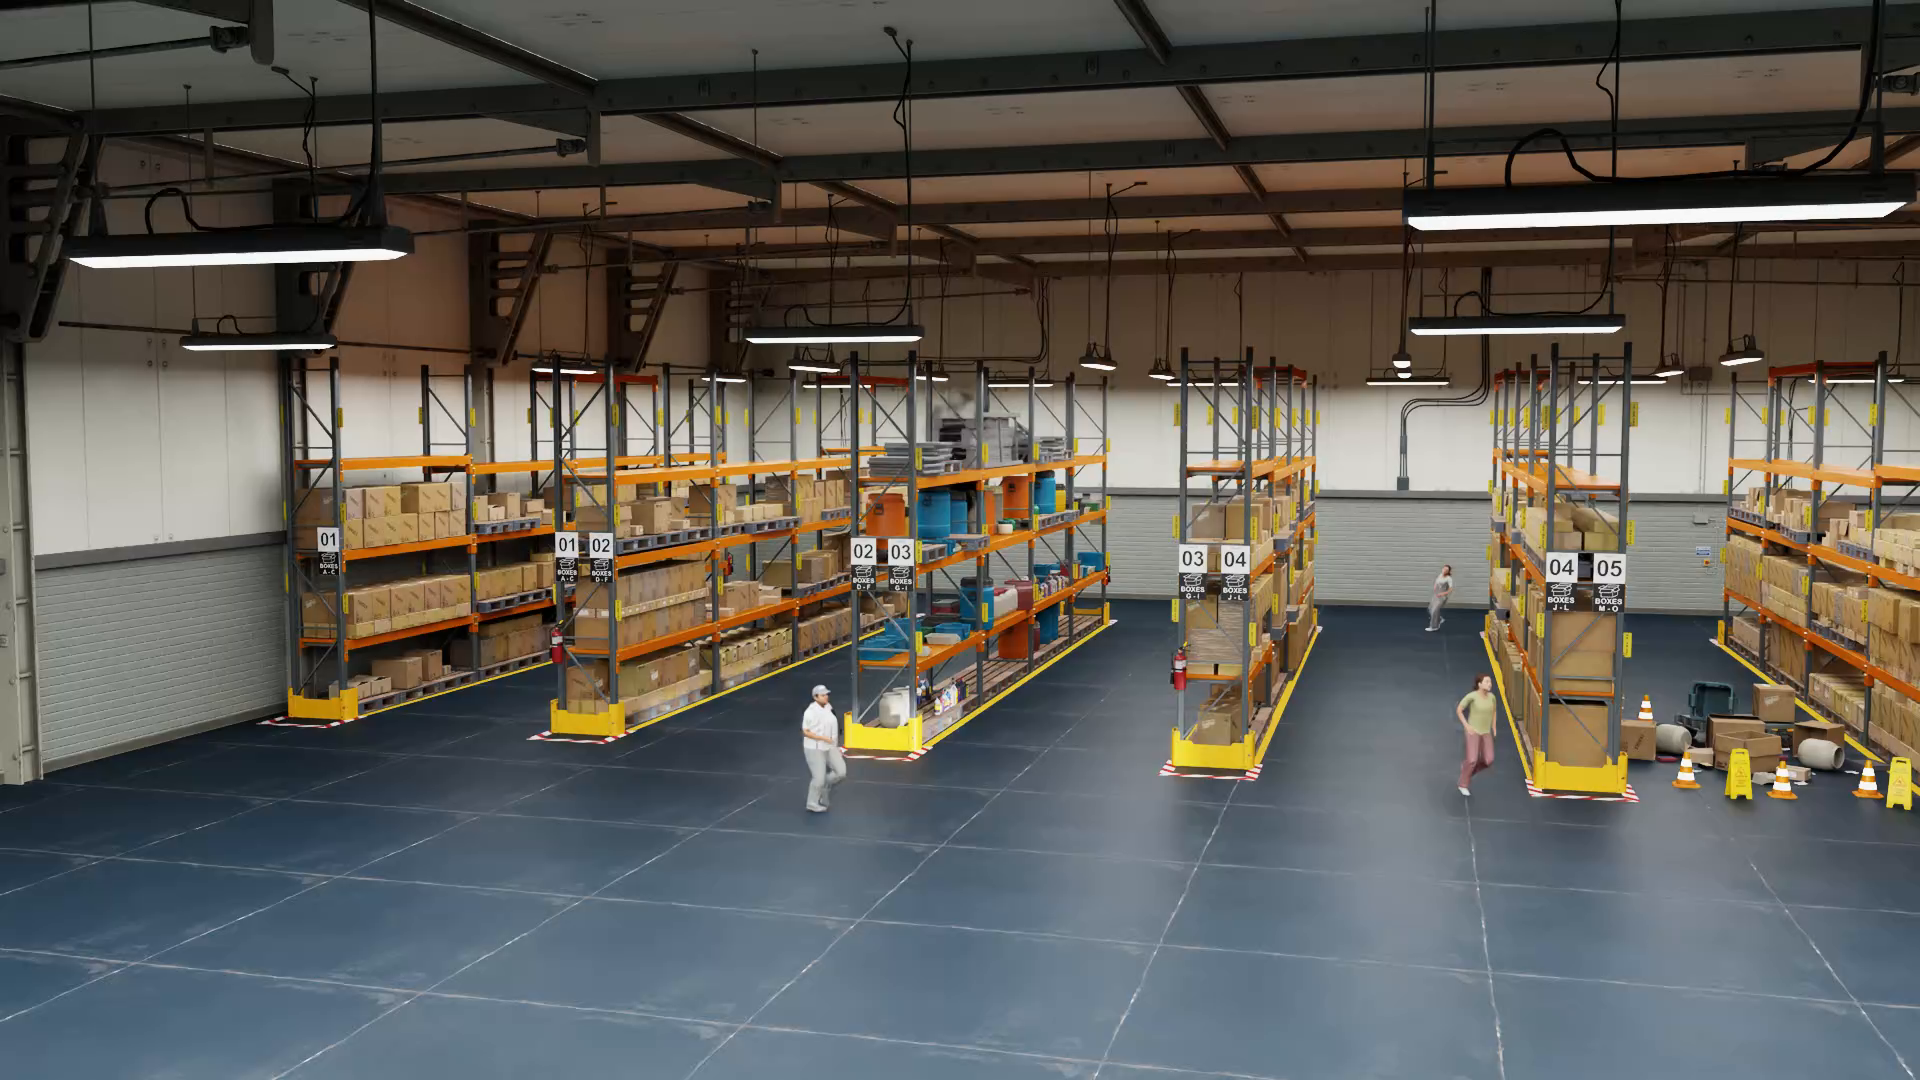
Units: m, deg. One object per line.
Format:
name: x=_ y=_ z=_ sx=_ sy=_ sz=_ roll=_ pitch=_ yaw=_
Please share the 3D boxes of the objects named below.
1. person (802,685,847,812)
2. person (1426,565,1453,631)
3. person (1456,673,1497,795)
person: x=-1.715 y=2.638 z=21.036 sx=0.575 sy=1.623 sz=0.579 roll=4 pitch=6 yaw=40
person: x=11.293 y=1.352 z=38.943 sx=0.616 sy=1.586 sz=0.655 roll=-4 pitch=5 yaw=-40
person: x=6.937 y=2.584 z=22.180 sx=0.631 sy=1.629 sz=0.533 roll=-1 pitch=4 yaw=-12
